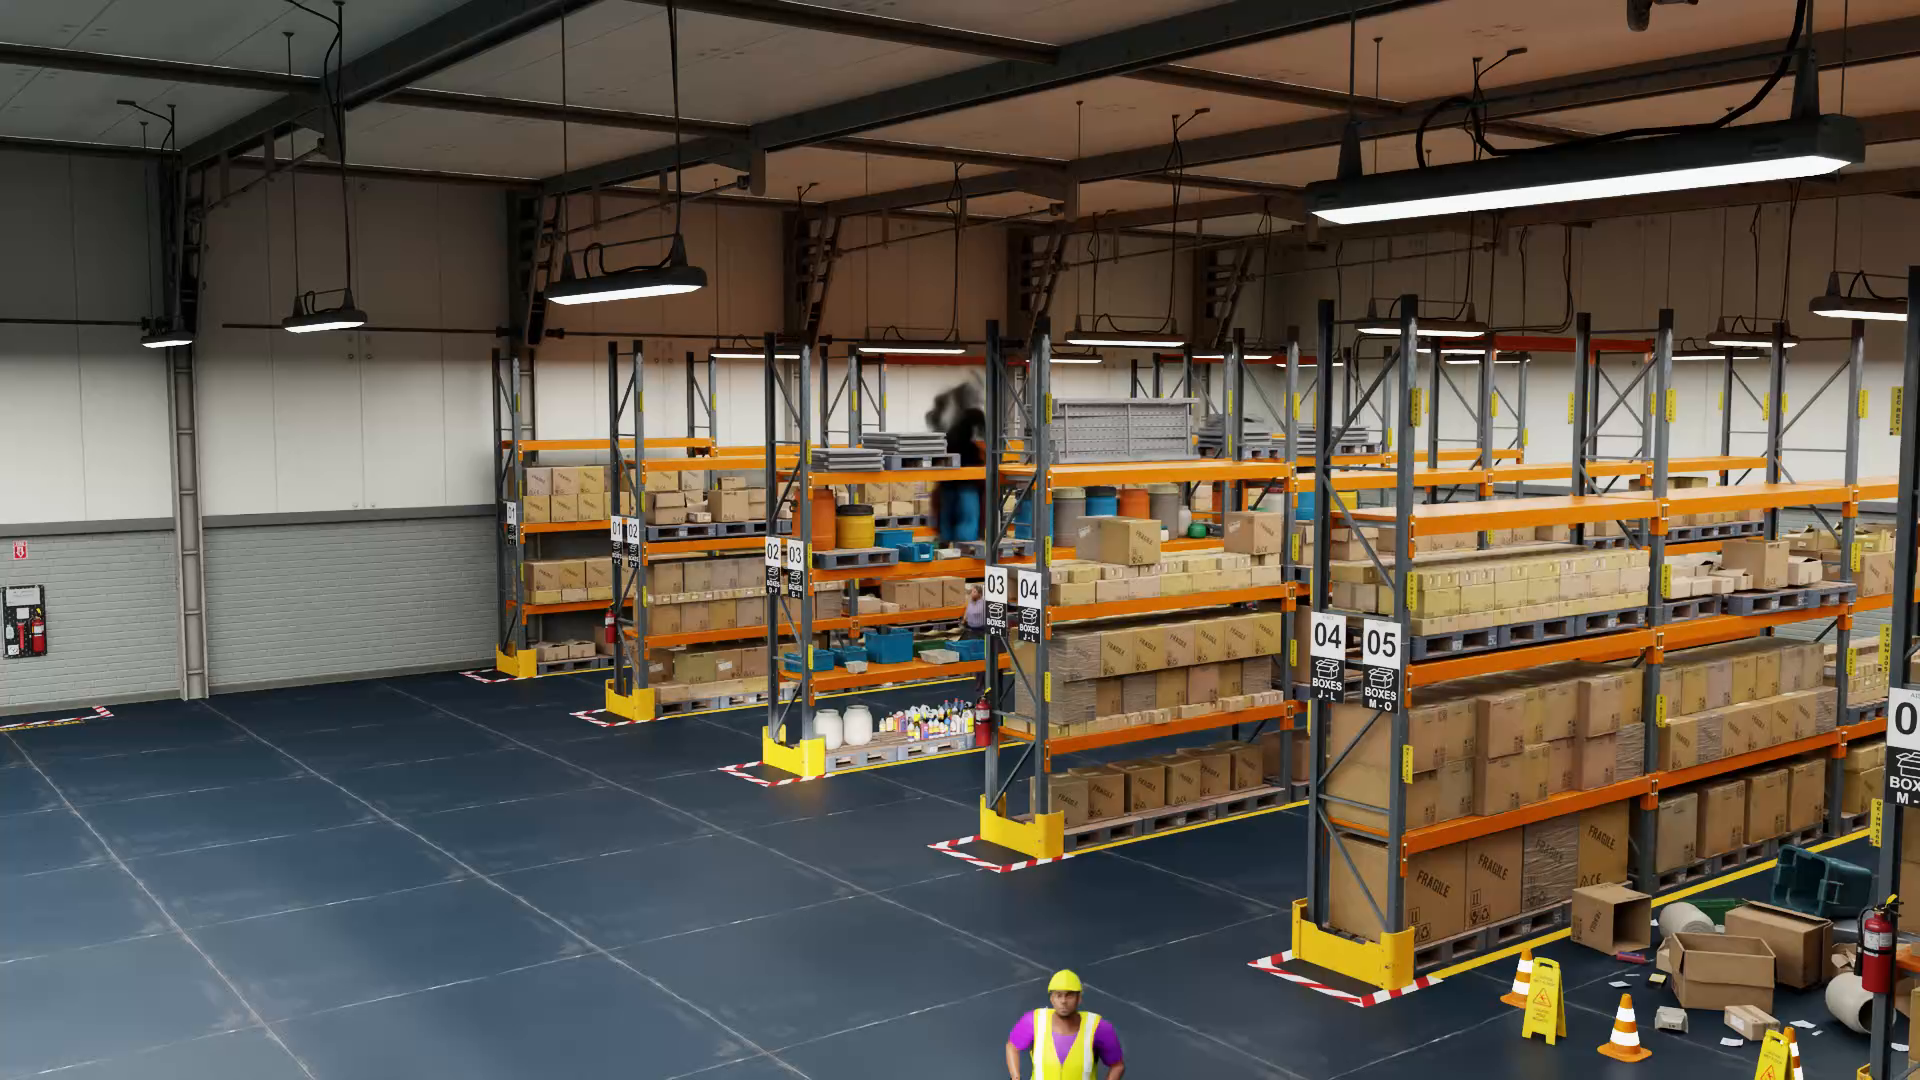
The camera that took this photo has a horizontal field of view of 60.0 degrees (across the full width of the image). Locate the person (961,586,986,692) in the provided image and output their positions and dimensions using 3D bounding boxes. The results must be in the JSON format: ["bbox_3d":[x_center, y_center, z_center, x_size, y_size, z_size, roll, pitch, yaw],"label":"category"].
[{"bbox_3d":[0.309,1.656,28.017,0.702,1.773,0.617,-5,7,-43],"label":"person"}]

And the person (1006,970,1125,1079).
[{"bbox_3d":[0.622,3.431,10.009,0.730,1.727,0.594,1,5,9],"label":"person"}]

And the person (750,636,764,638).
[{"bbox_3d":[-3.606,1.605,30.402,0.590,1.767,0.719,-4,6,-38],"label":"person"}]
